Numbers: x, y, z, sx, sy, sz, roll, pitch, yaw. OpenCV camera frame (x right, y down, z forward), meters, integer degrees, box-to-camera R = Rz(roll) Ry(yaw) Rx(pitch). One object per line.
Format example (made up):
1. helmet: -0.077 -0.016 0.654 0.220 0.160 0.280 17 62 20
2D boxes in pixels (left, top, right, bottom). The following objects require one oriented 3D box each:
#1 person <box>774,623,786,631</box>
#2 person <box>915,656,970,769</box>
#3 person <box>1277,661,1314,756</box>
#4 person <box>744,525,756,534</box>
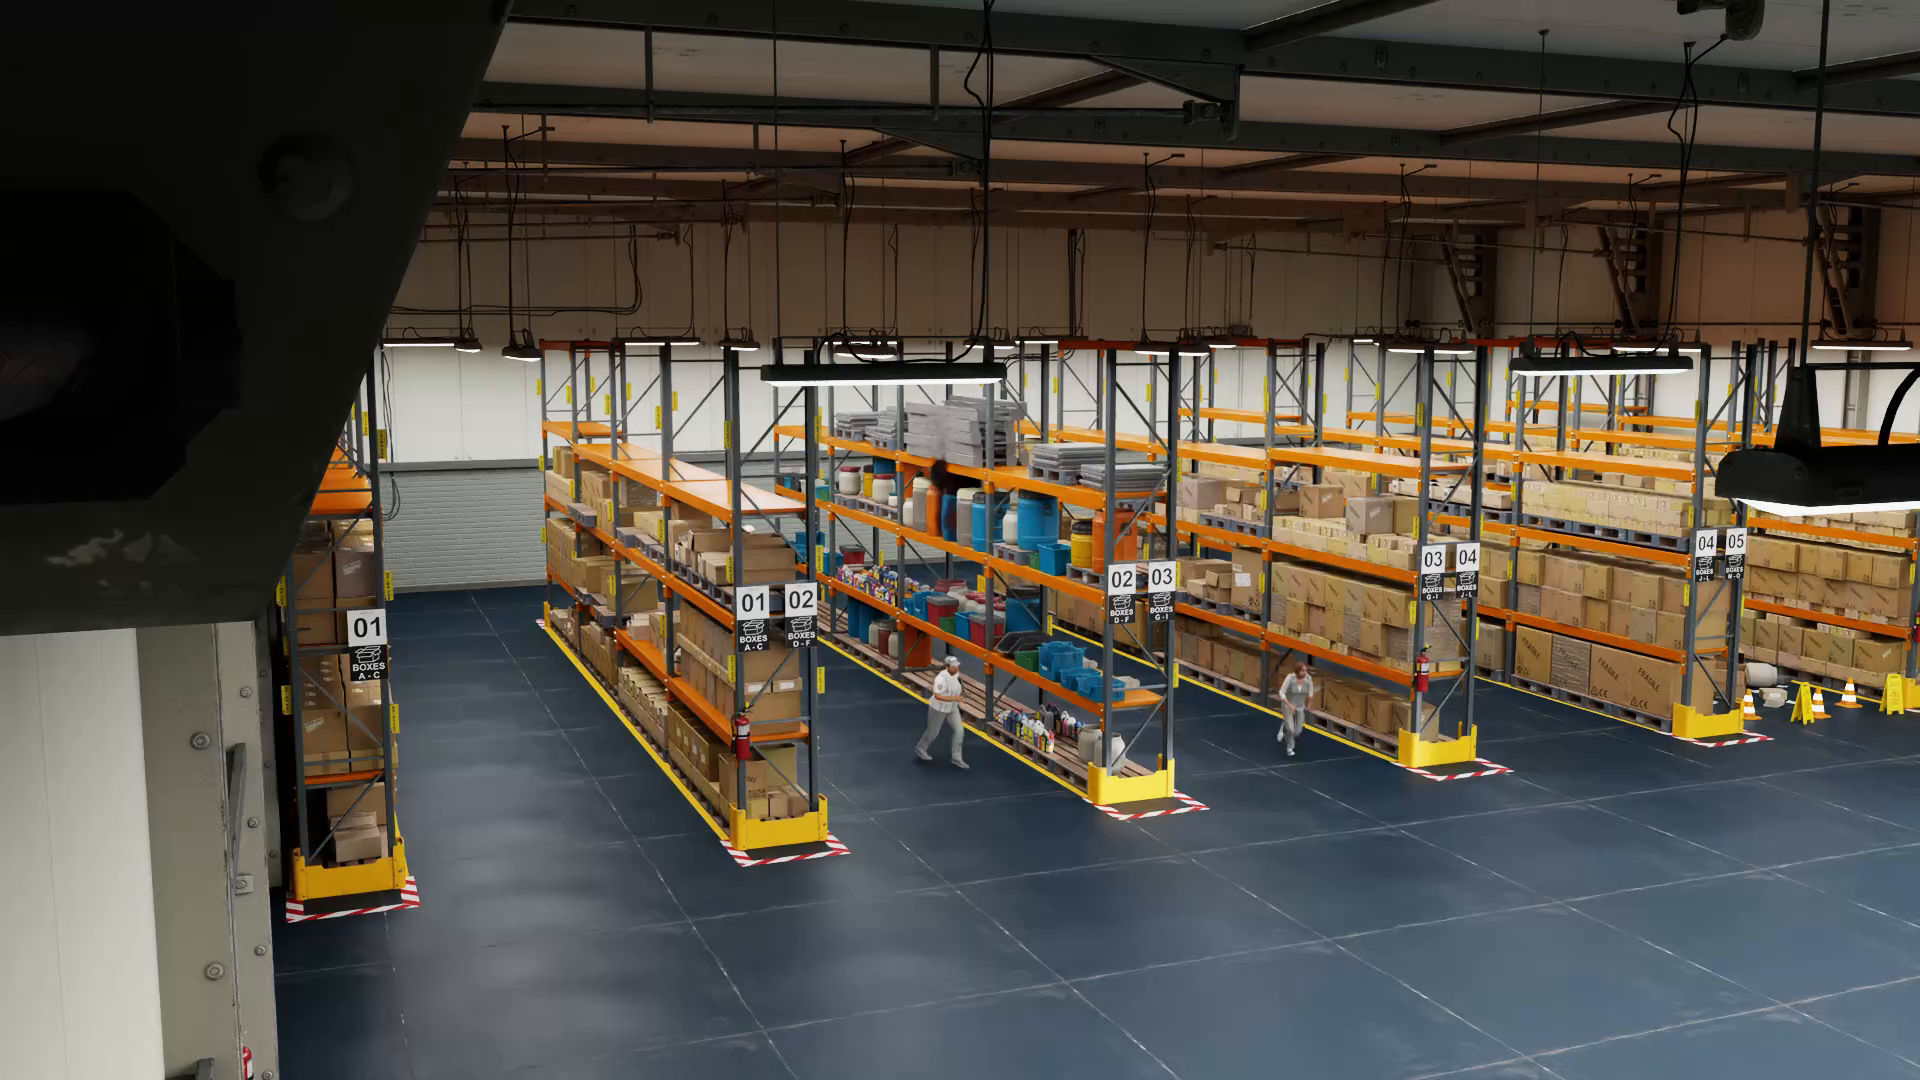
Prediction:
1. person: -3.014 1.778 28.798 0.655 1.660 0.655 -6 9 -37
2. person: -0.253 2.438 23.830 0.943 1.644 0.603 7 10 44
3. person: 4.908 2.461 24.380 0.559 1.412 0.701 -1 8 -9
4. person: -4.756 0.545 37.554 0.957 1.753 0.685 0 7 3
